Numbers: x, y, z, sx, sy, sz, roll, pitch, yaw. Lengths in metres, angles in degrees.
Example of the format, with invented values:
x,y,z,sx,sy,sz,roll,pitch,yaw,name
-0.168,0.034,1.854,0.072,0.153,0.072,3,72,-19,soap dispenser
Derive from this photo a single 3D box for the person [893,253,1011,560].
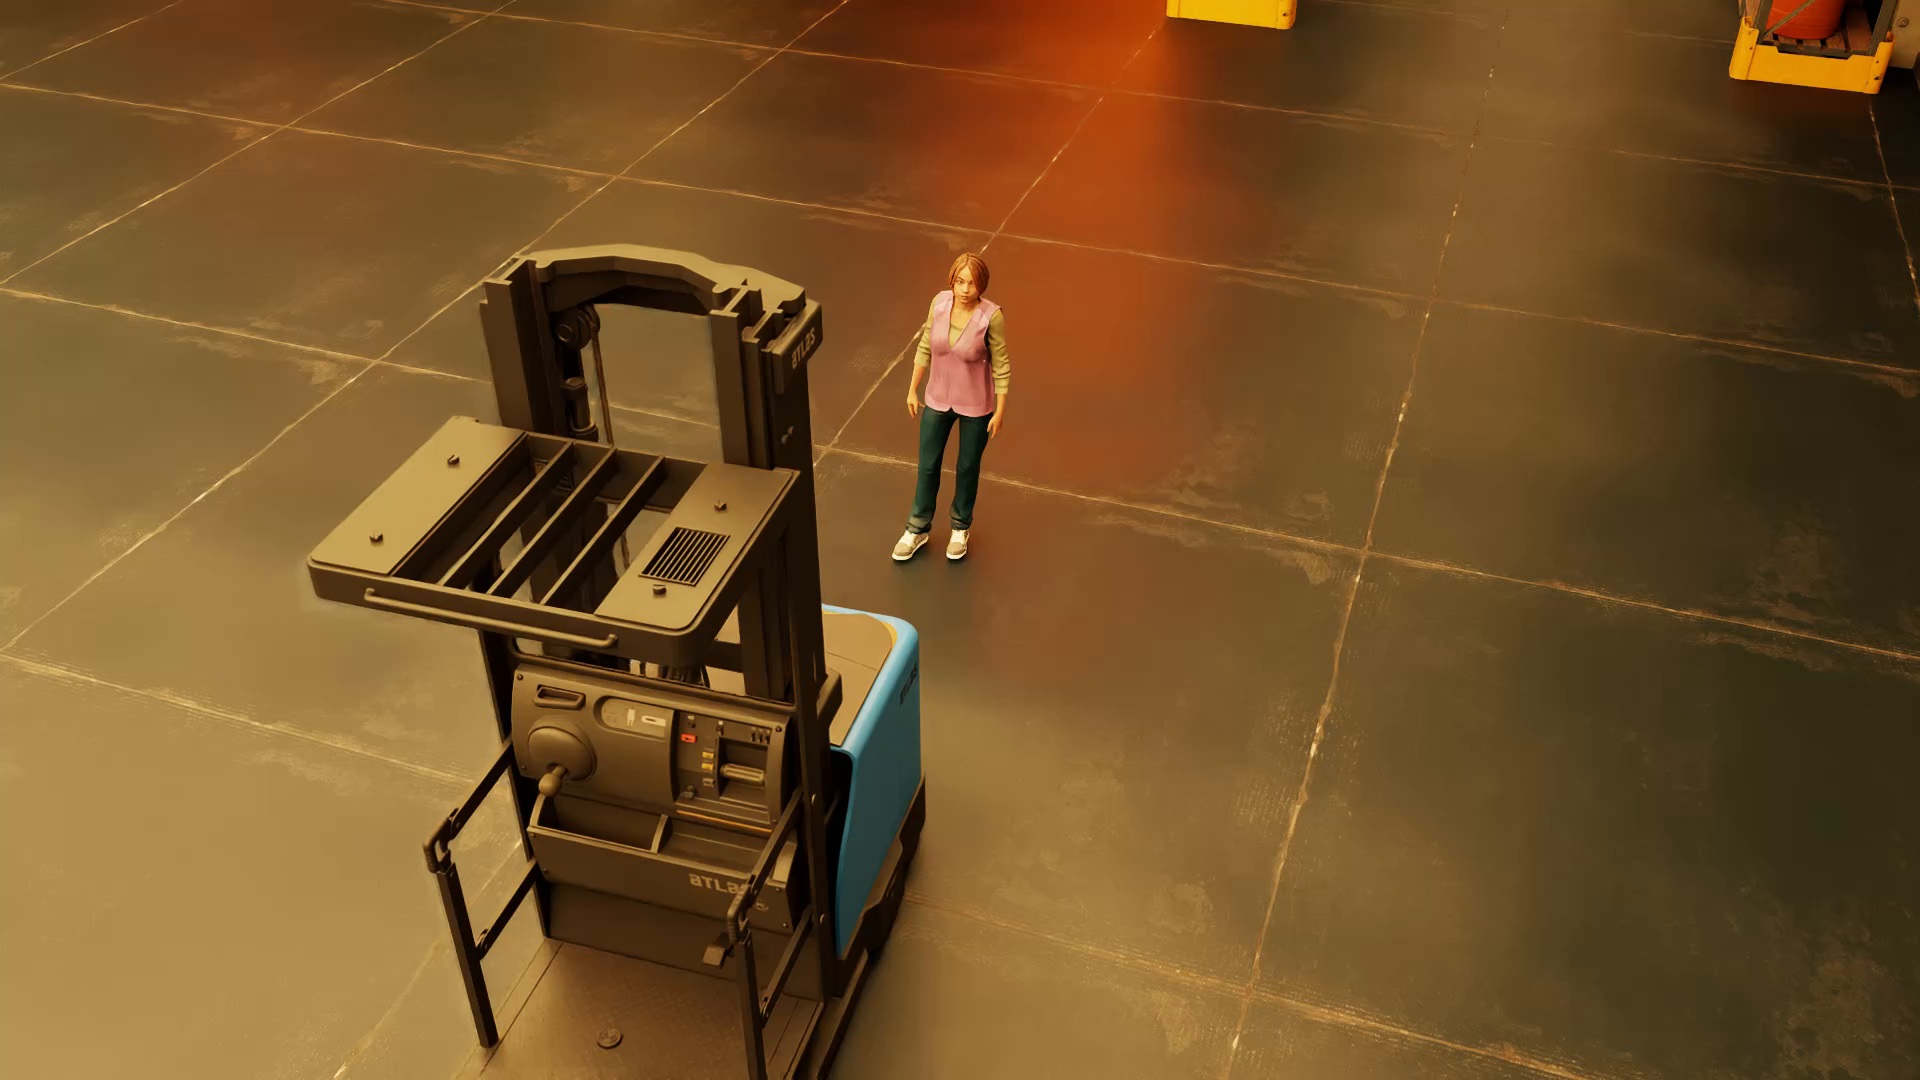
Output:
x,y,z,sx,sy,sz,roll,pitch,yaw,name
-0.038,-0.619,8.125,0.521,1.599,0.473,12,37,16,person

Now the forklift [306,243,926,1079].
x,y,z,sx,sy,sz,roll,pitch,yaw,name
-1.045,0.728,5.085,1.130,2.935,3.031,10,36,13,forklift
